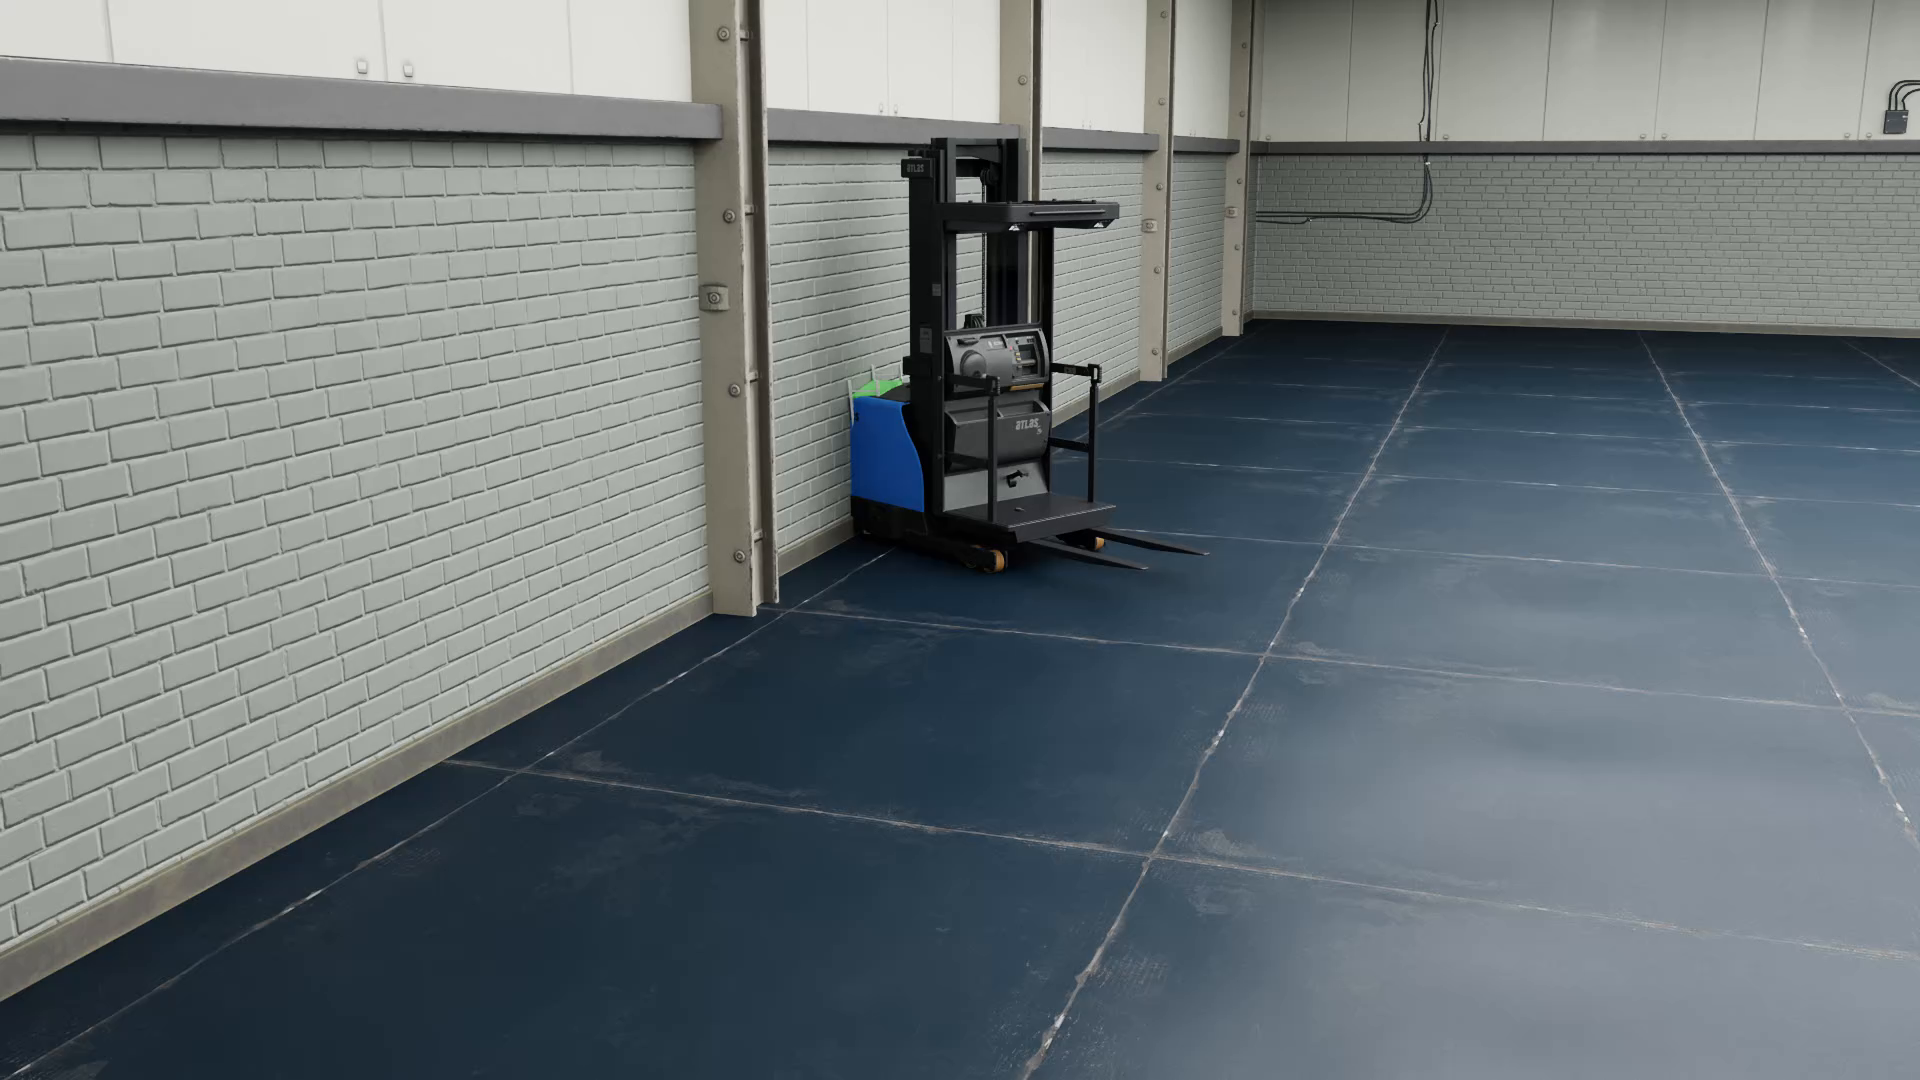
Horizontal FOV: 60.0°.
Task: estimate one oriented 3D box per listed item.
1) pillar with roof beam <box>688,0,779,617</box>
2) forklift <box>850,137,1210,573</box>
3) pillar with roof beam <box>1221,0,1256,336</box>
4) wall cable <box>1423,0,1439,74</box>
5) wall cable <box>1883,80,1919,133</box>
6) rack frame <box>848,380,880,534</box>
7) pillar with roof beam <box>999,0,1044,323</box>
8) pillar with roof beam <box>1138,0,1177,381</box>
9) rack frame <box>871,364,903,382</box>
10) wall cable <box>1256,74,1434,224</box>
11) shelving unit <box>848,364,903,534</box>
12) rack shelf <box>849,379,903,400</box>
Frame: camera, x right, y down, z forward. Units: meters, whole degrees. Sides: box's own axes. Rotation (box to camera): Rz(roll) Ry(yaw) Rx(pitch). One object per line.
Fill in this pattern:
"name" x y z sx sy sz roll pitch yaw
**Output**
"pillar with roof beam" 2.697 -3.651 8.261 9.100 9.000 0.400 4 14 18
"forklift" 0.414 -1.325 11.708 1.130 2.935 3.031 -11 17 -40
"pillar with roof beam" 8.521 -7.441 24.866 9.100 9.000 0.400 4 14 18
"wall cable" 9.211 -9.030 27.455 3.097 2.526 0.112 4 14 18
"wall cable" 15.629 -9.247 25.137 2.305 6.003 0.169 4 14 18
"rack frame" -0.668 -0.614 12.479 0.240 1.200 0.015 2 20 18
"pillar with roof beam" 4.638 -4.914 13.796 9.100 9.000 0.400 4 14 18
"pillar with roof beam" 6.579 -6.178 19.331 9.100 9.000 0.400 4 14 18
"rack frame" -0.518 -0.775 12.914 0.240 1.200 0.015 2 20 18
"wall cable" 6.652 -6.762 28.870 3.097 2.526 0.112 4 14 18
"shelving unit" -0.593 -0.694 12.697 0.258 1.200 0.503 2 20 18
"rack shelf" -0.627 -1.087 12.563 0.258 0.148 0.480 2 20 18
